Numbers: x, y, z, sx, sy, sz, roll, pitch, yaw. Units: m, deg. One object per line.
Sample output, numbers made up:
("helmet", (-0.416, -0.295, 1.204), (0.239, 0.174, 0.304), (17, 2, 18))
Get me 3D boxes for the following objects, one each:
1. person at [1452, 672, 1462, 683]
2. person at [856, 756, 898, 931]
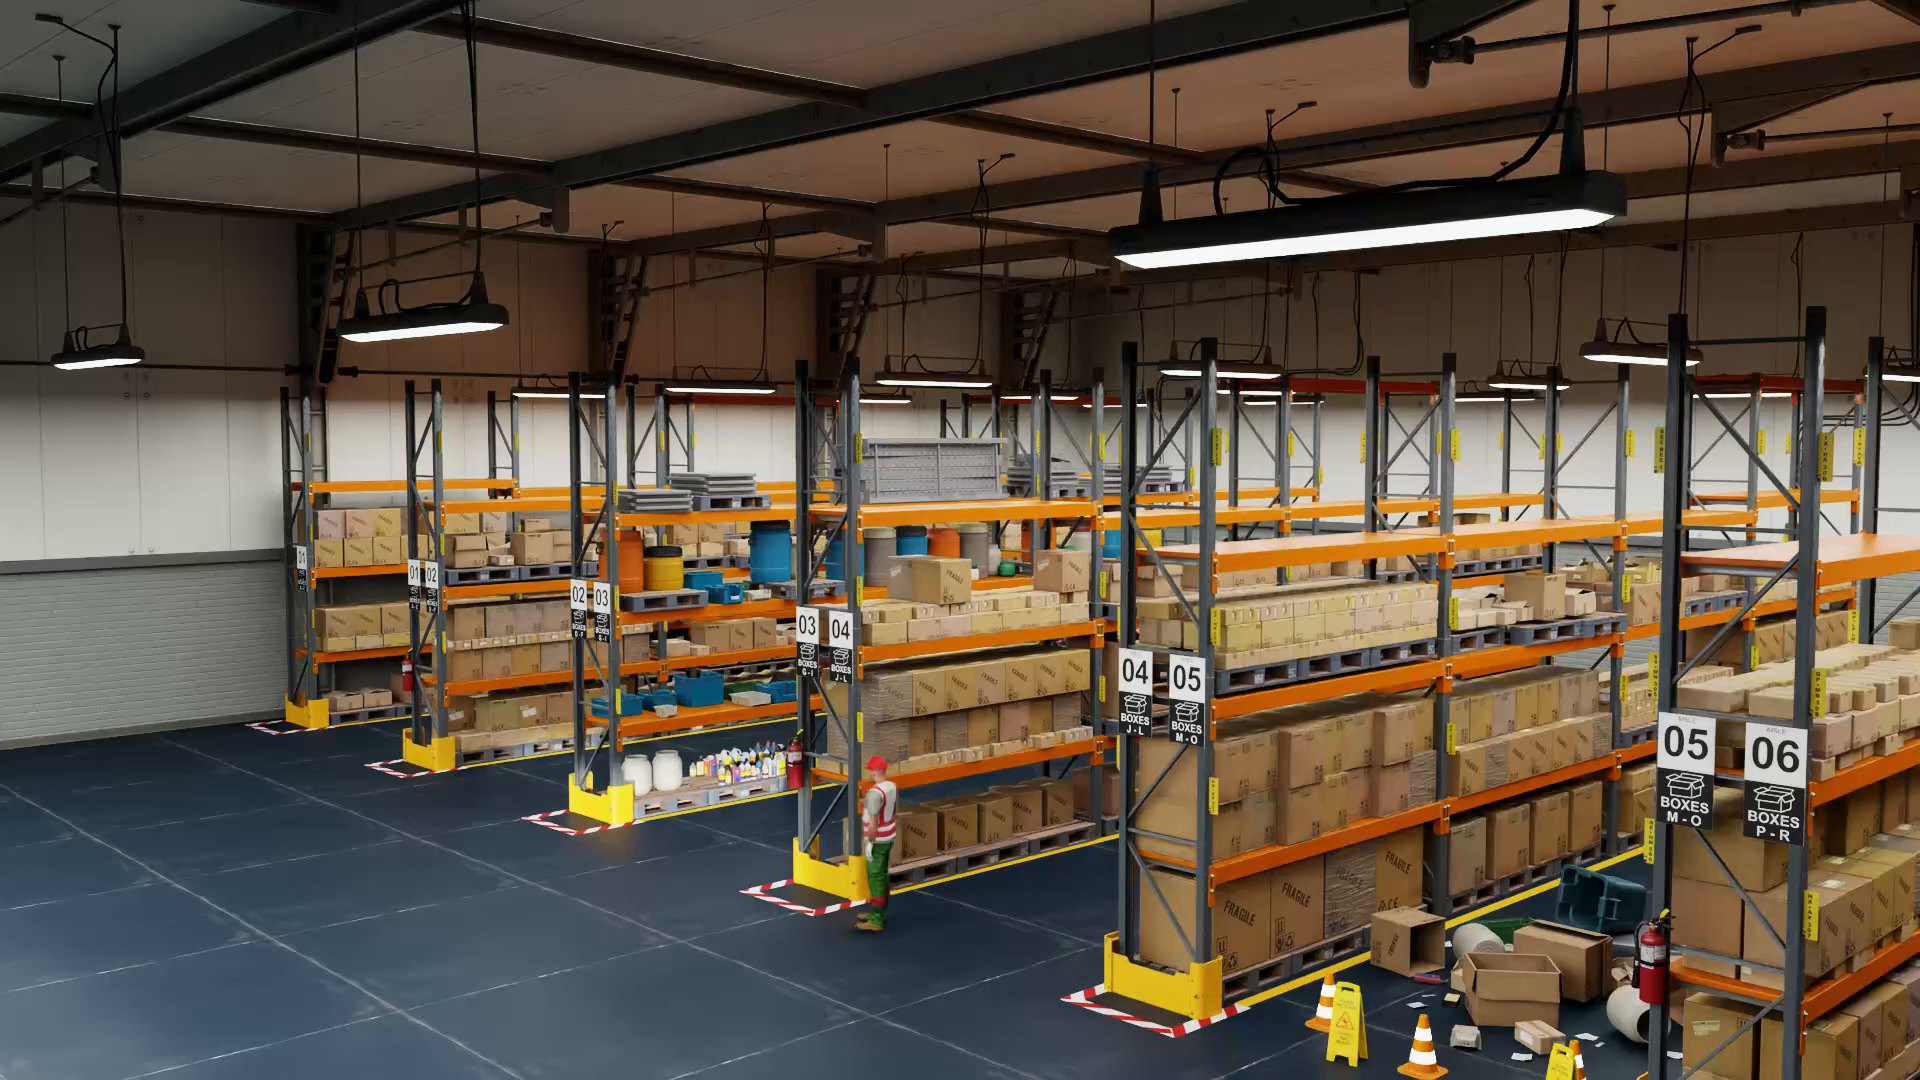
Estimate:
("person", (7.317, 2.755, 24.669), (0.578, 1.790, 0.551), (1, 4, 12))
("person", (-0.896, 3.148, 17.448), (0.455, 1.781, 0.608), (1, 4, 13))
